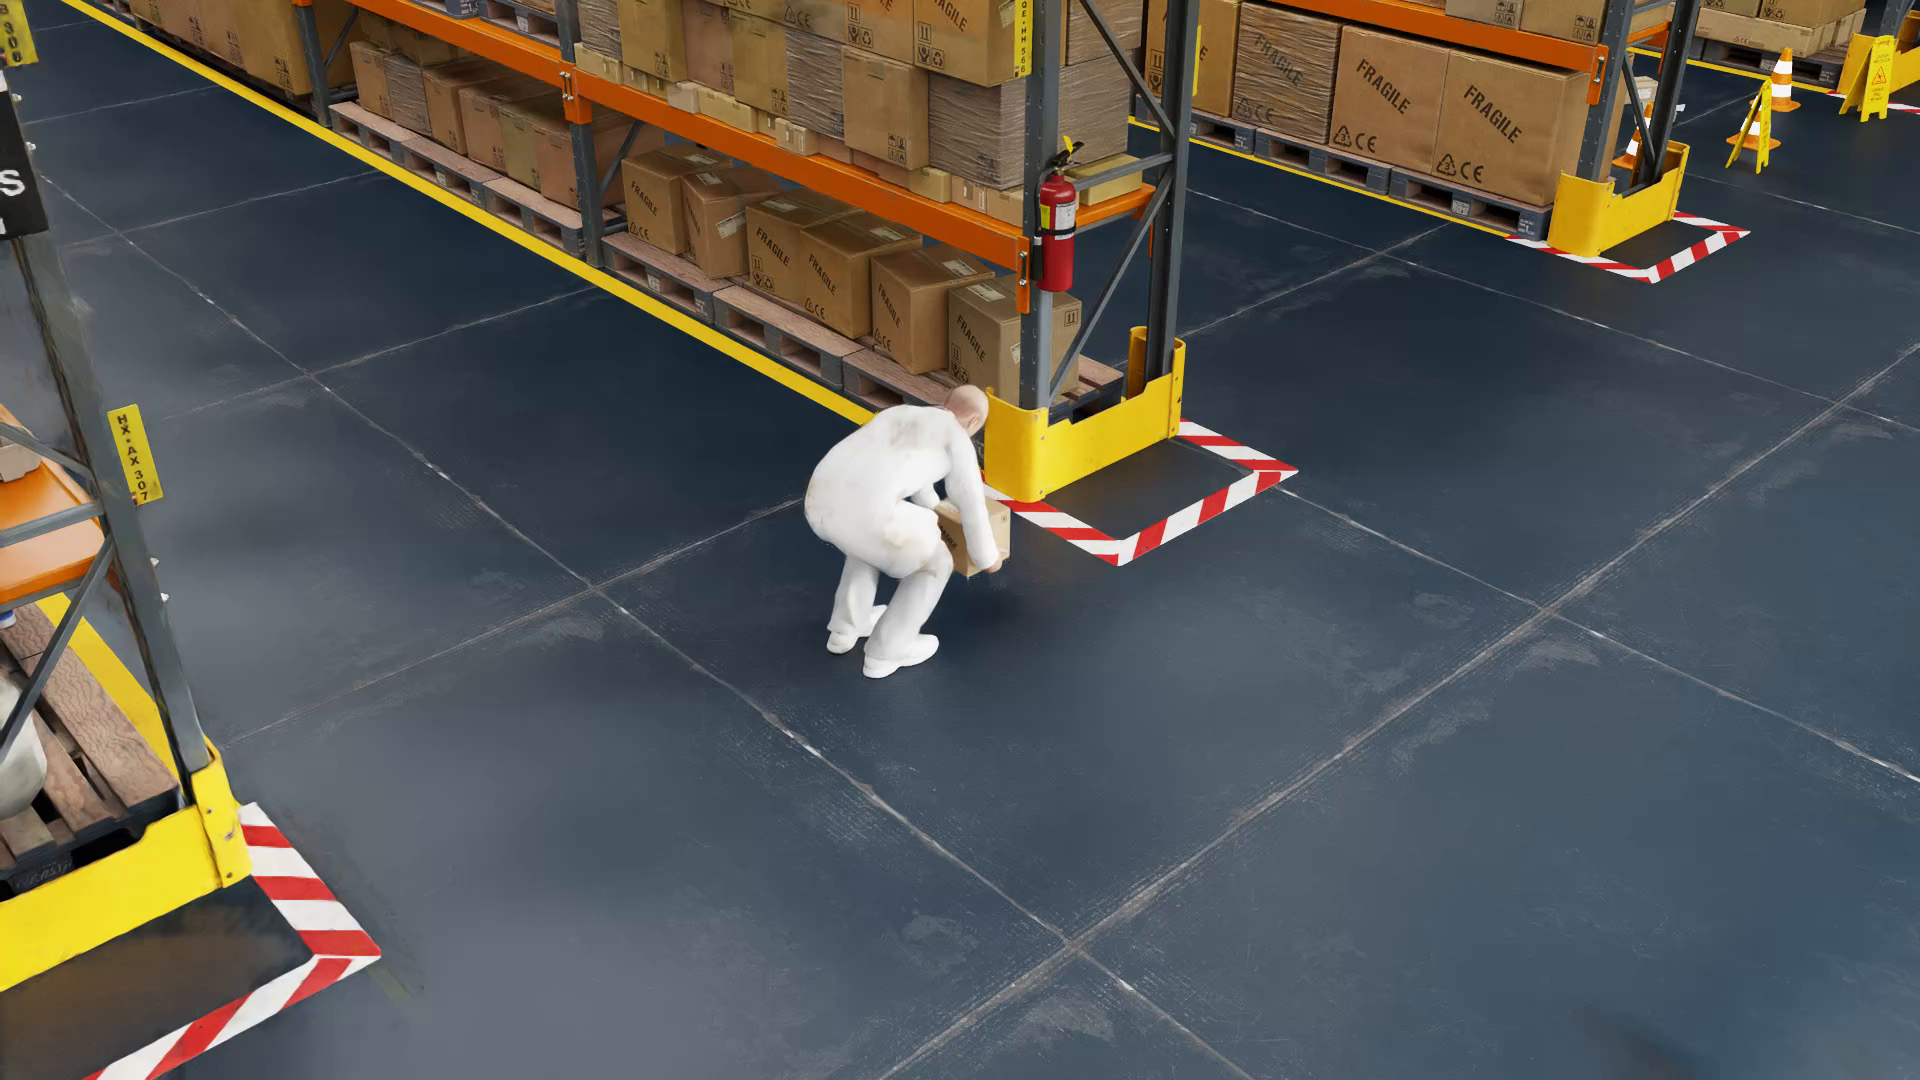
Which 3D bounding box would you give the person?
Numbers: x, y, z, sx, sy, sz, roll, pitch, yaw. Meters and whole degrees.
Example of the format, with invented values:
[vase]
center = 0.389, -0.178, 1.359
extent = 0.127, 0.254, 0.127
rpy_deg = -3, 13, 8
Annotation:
[person]
center = -0.220, -0.043, 6.923
extent = 0.593, 1.045, 0.943
rpy_deg = 27, 40, 37
